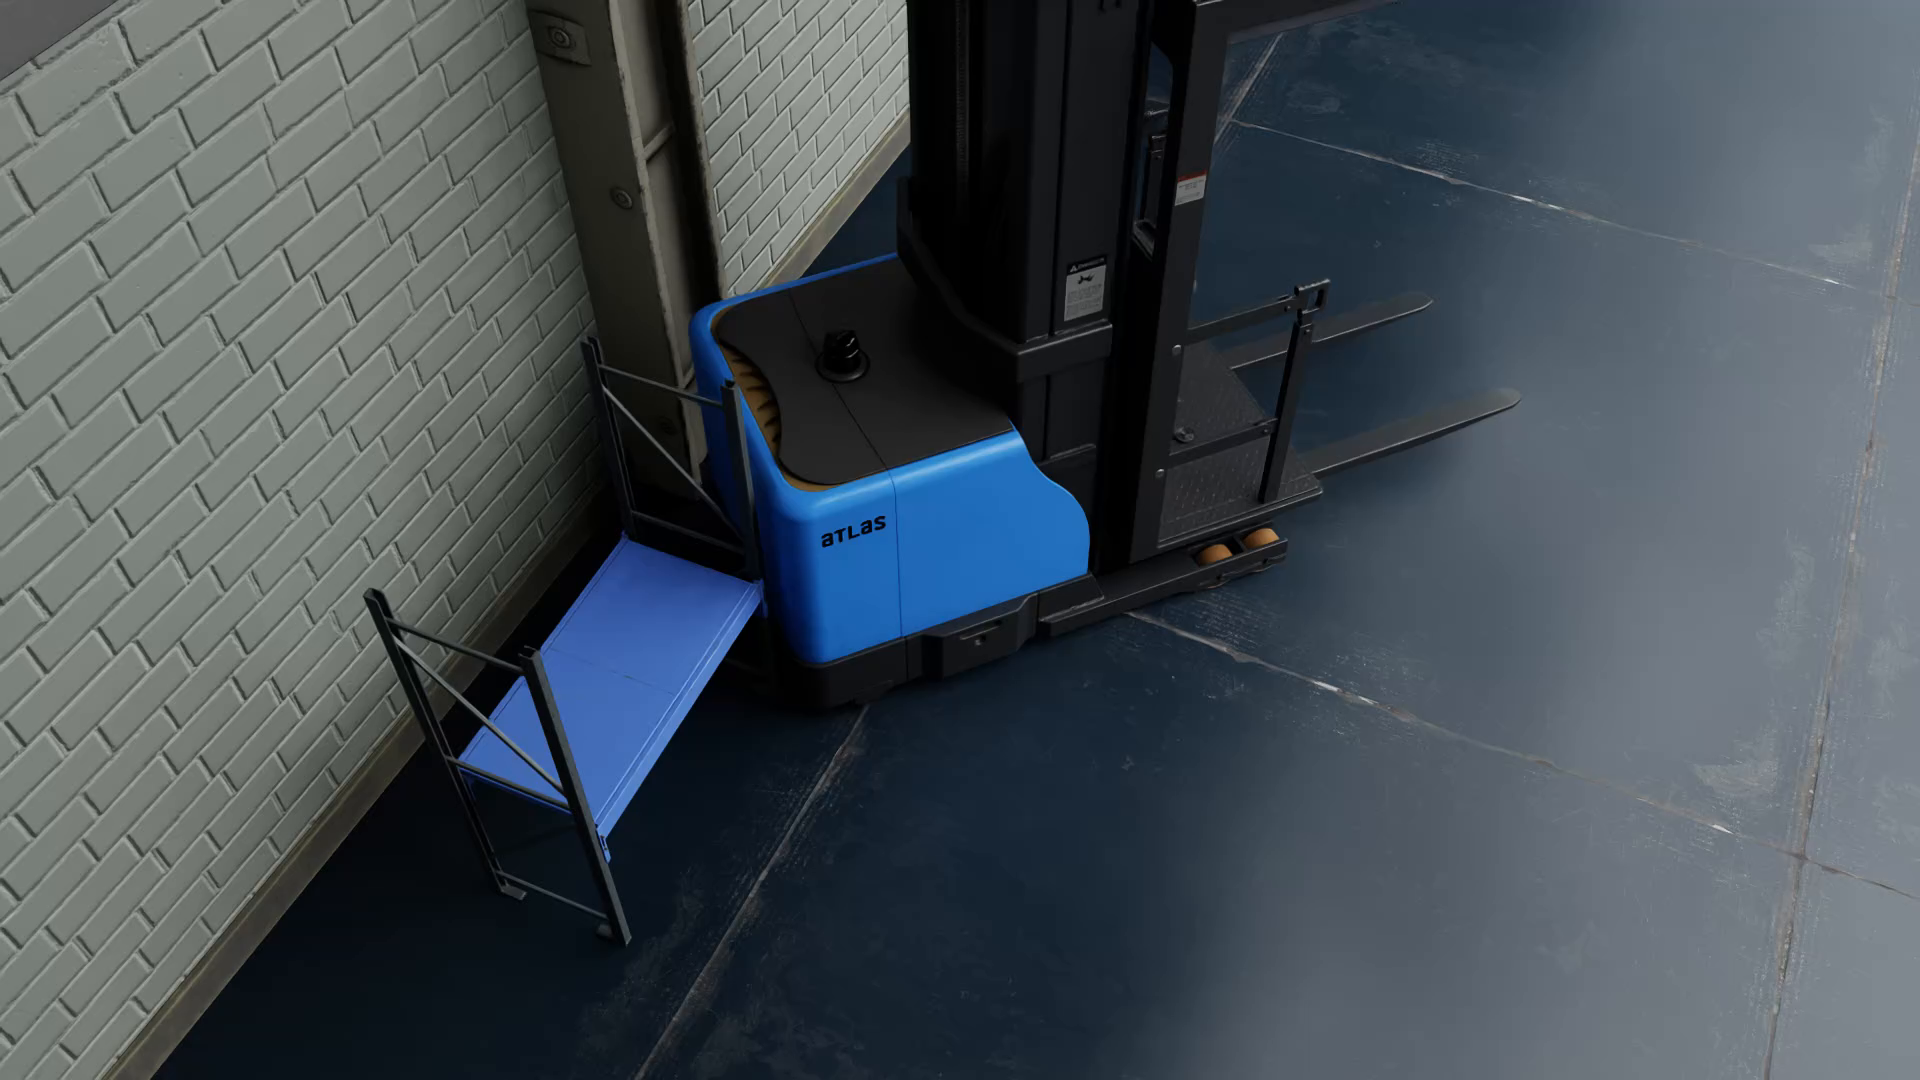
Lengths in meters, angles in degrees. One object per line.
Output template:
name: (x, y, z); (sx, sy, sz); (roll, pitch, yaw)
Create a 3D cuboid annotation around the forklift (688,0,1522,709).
forklift: (0.652, -1.127, 5.284); (3.031, 2.935, 1.130); (-18, 52, -15)

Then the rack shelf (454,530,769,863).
rack shelf: (-1.058, 0.452, 5.117); (0.538, 0.185, 1.000); (18, 52, 15)

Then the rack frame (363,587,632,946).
rack frame: (-1.260, 0.691, 4.678); (0.500, 1.500, 0.032); (18, 52, 15)

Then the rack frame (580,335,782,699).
rack frame: (-0.855, -0.020, 5.282); (0.500, 1.500, 0.032); (18, 52, 15)

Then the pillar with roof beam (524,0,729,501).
pillar with roof beam: (2.828, -1.851, 1.916); (9.100, 9.000, 0.400); (20, 52, 16)

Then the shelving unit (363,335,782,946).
shelving unit: (-1.058, 0.336, 4.980); (0.538, 1.500, 1.048); (18, 52, 15)
